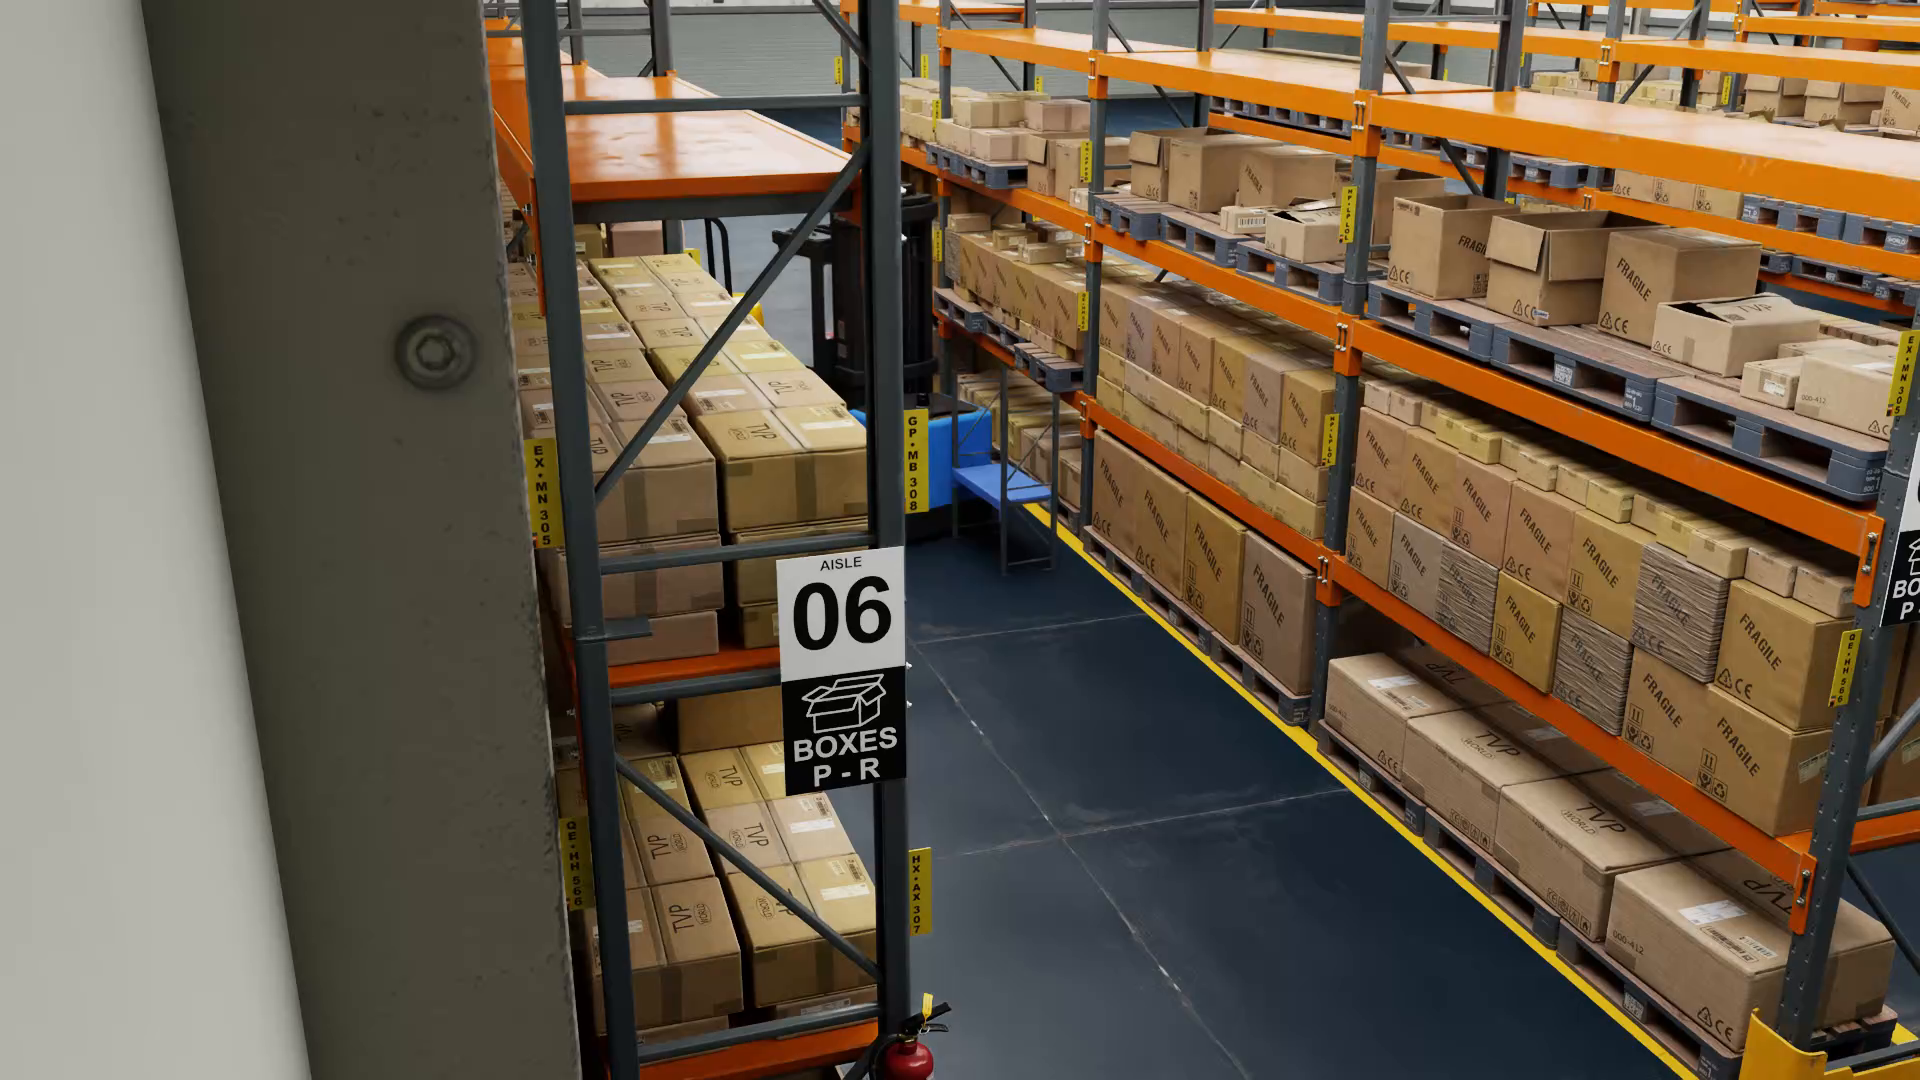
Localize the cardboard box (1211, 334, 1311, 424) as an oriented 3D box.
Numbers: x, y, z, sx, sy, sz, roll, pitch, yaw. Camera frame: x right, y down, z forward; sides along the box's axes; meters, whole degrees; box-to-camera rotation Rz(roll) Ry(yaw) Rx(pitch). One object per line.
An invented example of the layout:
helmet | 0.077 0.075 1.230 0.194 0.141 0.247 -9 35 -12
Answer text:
cardboard box | 2.106 -1.133 11.646 0.500 0.500 0.500 -6 21 -16

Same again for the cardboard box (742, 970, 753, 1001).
cardboard box | -0.626 1.551 6.174 0.380 0.149 0.250 -6 21 -16

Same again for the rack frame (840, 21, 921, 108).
rack frame | -0.977 -6.843 20.296 1.000 3.000 0.127 -6 21 -17

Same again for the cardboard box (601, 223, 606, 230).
cardboard box | -2.027 -1.780 9.800 0.380 0.149 0.250 -6 21 -16

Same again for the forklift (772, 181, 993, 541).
forklift | -0.997 -1.805 15.246 1.130 2.935 3.031 -14 24 -35

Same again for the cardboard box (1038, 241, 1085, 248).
cardboard box | 0.957 -2.671 16.347 0.500 0.500 0.500 -6 21 -15

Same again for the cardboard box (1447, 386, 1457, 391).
cardboard box | 3.194 -0.926 10.112 0.380 0.149 0.250 -7 21 -18

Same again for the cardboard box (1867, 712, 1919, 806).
cardboard box | 4.174 0.884 7.512 0.500 0.500 0.500 -7 21 -18

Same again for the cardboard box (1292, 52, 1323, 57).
cardboard box | 4.436 -6.093 21.069 0.380 0.149 0.250 -6 21 -17

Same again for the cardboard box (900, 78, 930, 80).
cardboard box | -0.590 -5.611 20.495 0.380 0.149 0.250 -6 21 -17

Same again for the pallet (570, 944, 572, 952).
pallet | -1.701 1.893 8.974 1.003 0.211 1.213 -6 21 -17

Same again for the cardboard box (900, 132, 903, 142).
cardboard box | -0.504 -4.604 18.872 0.380 0.149 0.250 -7 21 -18

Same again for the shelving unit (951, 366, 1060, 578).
shelving unit | 0.364 -0.588 13.975 0.538 1.500 1.048 -8 21 -22

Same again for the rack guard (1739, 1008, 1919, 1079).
rack guard | 4.059 2.299 7.416 1.175 0.500 0.348 -6 21 -17

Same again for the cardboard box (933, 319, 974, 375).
cardboard box | -0.161 -2.154 18.452 0.500 0.500 0.500 -7 21 -18

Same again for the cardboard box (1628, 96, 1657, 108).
cardboard box | 8.977 -5.580 21.439 0.500 0.250 0.500 -7 21 -18

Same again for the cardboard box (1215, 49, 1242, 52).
cardboard box | 3.493 -6.350 21.785 0.380 0.149 0.250 -6 21 -17

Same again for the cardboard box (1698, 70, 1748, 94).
cardboard box | 9.304 -5.740 20.335 0.500 0.500 0.500 -7 21 -19

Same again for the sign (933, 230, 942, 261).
sign | -0.232 -3.083 17.422 0.100 0.325 0.005 -6 21 -17

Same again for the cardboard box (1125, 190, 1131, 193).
cardboard box | 1.600 -2.865 14.029 0.380 0.149 0.250 -6 21 -17

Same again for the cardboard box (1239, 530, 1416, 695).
cardboard box | 2.524 0.443 11.407 0.875 0.875 0.875 -6 21 -16

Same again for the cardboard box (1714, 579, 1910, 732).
cardboard box | 3.674 0.468 7.189 0.500 0.500 0.500 -6 21 -15

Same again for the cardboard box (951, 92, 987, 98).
cardboard box | 0.124 -4.868 18.426 0.380 0.149 0.250 -7 21 -19

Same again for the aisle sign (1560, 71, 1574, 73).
aisle sign | 8.696 -6.348 23.946 0.394 0.787 0.004 -6 21 -17

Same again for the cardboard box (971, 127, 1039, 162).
cardboard box | 0.423 -3.722 15.646 0.500 0.250 0.500 -7 21 -18

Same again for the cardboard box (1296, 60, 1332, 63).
cardboard box | 4.211 -5.616 19.741 0.380 0.149 0.250 -6 21 -17

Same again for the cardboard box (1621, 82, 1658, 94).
cardboard box | 8.891 -5.909 21.766 0.380 0.149 0.250 -7 21 -19

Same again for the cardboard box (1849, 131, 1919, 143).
cardboard box | 7.101 -2.894 12.966 0.797 0.503 0.637 -7 21 -18

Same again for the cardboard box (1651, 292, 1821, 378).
cardboard box | 3.629 -0.985 7.787 0.500 0.311 0.500 -6 21 -16

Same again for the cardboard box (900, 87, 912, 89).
cardboard box | -0.763 -5.136 19.173 0.380 0.149 0.250 -6 21 -16

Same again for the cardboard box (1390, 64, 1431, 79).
cardboard box | 5.156 -5.360 19.029 0.380 0.149 0.250 -6 21 -17

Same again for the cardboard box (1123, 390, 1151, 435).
cardboard box | 1.631 -1.035 13.222 0.500 0.250 0.500 -7 21 -19

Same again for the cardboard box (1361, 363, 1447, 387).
cardboard box | 2.929 -0.858 10.881 0.500 0.500 0.500 -6 21 -17

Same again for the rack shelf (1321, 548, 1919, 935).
rack shelf | 3.423 0.812 8.923 1.077 0.370 4.000 -6 21 -17

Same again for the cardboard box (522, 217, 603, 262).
cardboard box | -2.078 -1.604 8.697 0.396 0.266 0.258 -7 21 -18

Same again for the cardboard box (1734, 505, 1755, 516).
cardboard box | 3.848 -0.184 8.046 0.380 0.149 0.250 -6 21 -17

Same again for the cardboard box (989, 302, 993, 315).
cardboard box | 0.503 -2.274 16.200 0.380 0.149 0.250 -6 21 -17

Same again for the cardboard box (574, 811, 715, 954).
cardboard box | -1.216 1.289 6.312 0.500 0.250 0.500 -6 21 -17

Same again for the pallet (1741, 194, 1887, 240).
pallet | 7.040 -2.592 13.176 1.213 0.211 1.003 -6 21 -17

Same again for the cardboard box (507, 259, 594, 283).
cardboard box | -2.031 -1.167 7.974 0.500 0.250 0.500 -7 21 -18

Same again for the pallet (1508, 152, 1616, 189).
pallet | 5.952 -3.534 15.801 1.213 0.211 1.003 -5 20 -15

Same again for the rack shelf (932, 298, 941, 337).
rack shelf | -0.348 -3.039 19.644 1.077 0.370 4.000 -6 21 -17

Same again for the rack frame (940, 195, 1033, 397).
rack frame | 0.280 -2.736 17.736 1.000 3.000 0.127 -6 21 -17

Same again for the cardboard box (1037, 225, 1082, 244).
cardboard box | 0.977 -2.996 16.293 0.380 0.149 0.250 -7 21 -20

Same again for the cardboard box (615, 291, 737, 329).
cardboard box | -1.210 -0.894 7.214 0.500 0.250 0.500 -6 21 -16

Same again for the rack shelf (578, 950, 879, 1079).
rack shelf | -1.288 1.340 7.452 1.077 0.370 4.000 -6 21 -17

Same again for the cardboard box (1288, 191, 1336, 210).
cardboard box | 2.553 -2.338 11.769 0.396 0.266 0.258 -5 20 -13

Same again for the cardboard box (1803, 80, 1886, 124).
cardboard box | 10.039 -4.983 18.781 0.797 0.503 0.637 -6 20 -15

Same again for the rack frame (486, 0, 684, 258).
rack frame | -1.916 -2.463 8.103 1.000 3.000 0.127 -6 21 -17

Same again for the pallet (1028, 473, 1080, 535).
pallet | 1.293 -0.391 15.332 1.003 0.211 1.213 -6 21 -17

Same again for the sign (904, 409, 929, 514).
sign | -0.144 -0.237 5.049 0.100 0.325 0.005 -6 21 -17

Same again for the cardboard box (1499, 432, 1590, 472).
cardboard box | 3.097 -0.458 8.808 0.380 0.149 0.250 -6 21 -17

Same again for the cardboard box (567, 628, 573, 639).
cardboard box | -1.120 0.194 5.514 0.380 0.149 0.250 -6 21 -16

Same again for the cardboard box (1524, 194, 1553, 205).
cardboard box | 8.578 -5.080 23.674 0.875 0.500 0.500 -6 21 -17

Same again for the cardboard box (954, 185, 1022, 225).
cardboard box | 0.348 -3.558 17.957 0.700 0.500 0.500 -7 21 -18
